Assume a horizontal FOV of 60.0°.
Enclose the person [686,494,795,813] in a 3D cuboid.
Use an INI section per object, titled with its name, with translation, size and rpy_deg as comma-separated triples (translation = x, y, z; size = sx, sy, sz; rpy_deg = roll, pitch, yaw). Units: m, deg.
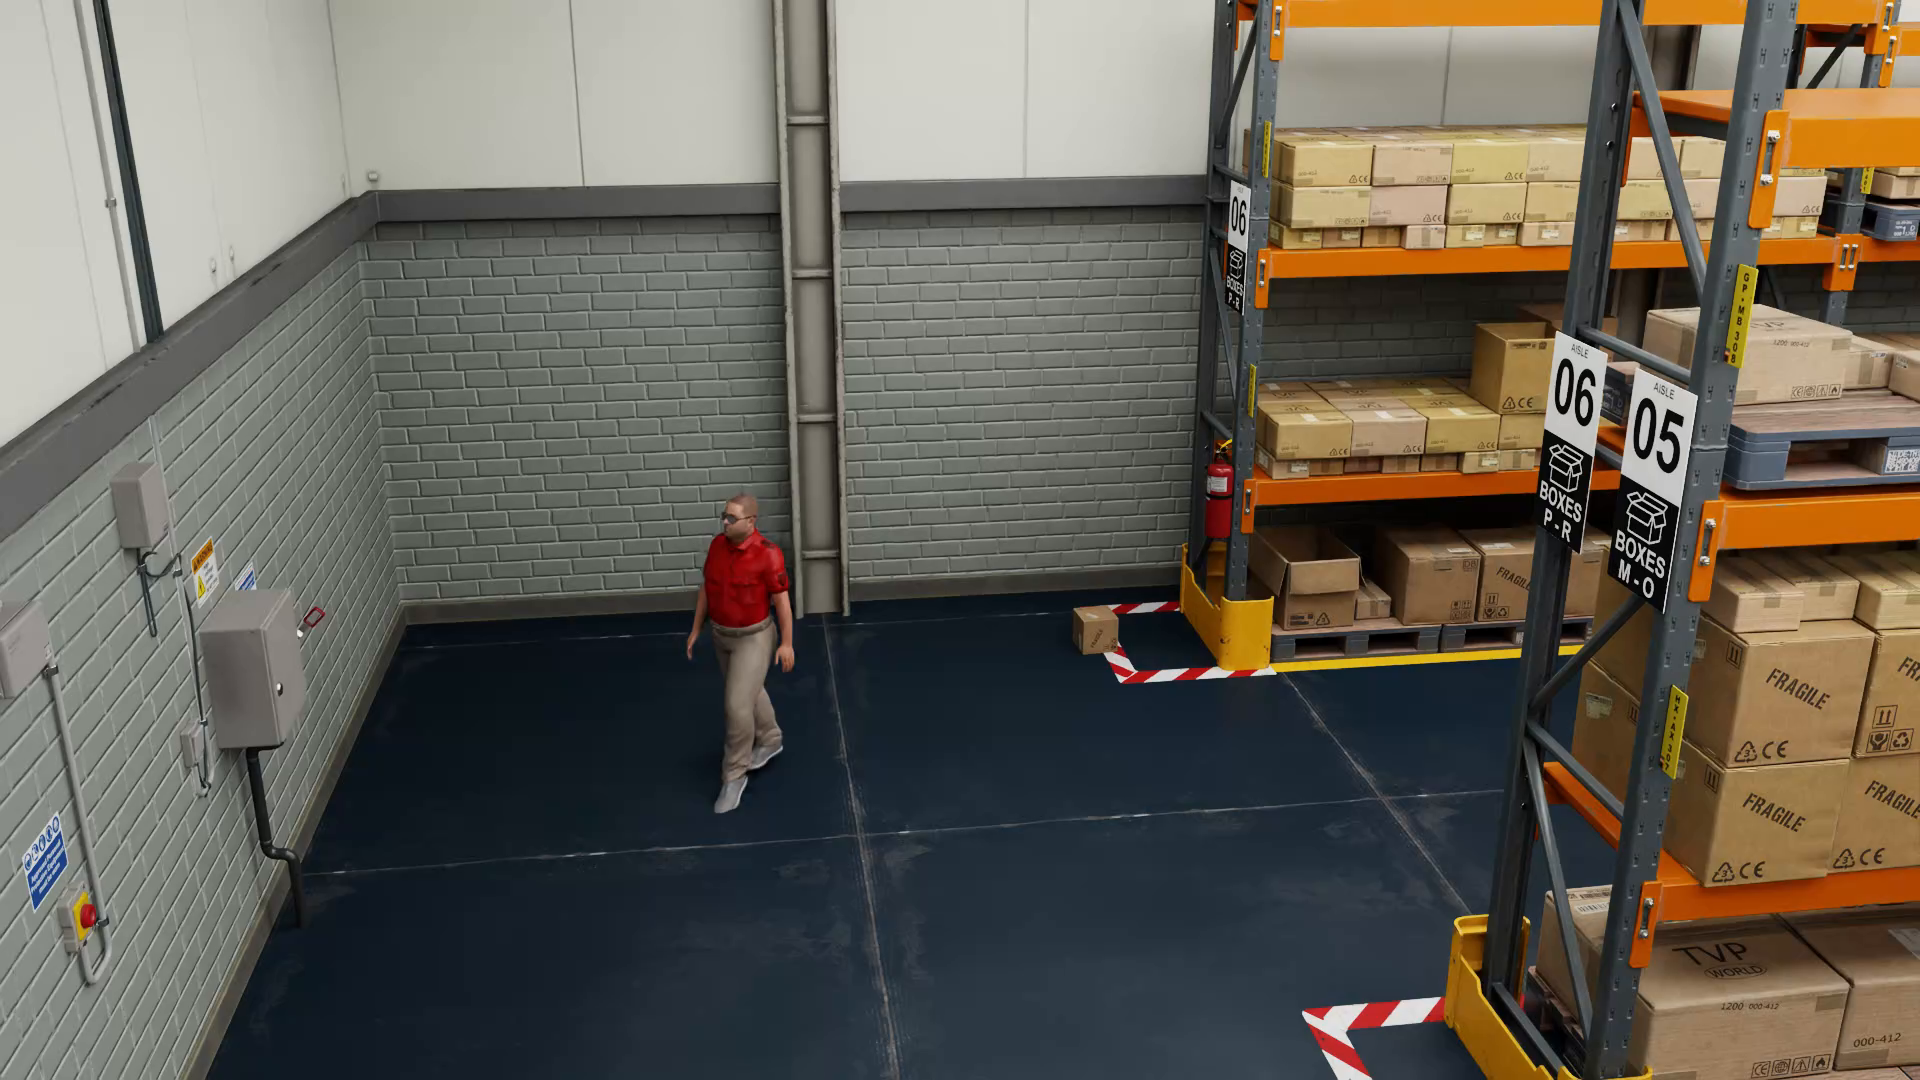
[person]
translation = -1.280, 0.613, 9.454
size = 0.579, 1.781, 0.725
rpy_deg = 16, 25, 37
